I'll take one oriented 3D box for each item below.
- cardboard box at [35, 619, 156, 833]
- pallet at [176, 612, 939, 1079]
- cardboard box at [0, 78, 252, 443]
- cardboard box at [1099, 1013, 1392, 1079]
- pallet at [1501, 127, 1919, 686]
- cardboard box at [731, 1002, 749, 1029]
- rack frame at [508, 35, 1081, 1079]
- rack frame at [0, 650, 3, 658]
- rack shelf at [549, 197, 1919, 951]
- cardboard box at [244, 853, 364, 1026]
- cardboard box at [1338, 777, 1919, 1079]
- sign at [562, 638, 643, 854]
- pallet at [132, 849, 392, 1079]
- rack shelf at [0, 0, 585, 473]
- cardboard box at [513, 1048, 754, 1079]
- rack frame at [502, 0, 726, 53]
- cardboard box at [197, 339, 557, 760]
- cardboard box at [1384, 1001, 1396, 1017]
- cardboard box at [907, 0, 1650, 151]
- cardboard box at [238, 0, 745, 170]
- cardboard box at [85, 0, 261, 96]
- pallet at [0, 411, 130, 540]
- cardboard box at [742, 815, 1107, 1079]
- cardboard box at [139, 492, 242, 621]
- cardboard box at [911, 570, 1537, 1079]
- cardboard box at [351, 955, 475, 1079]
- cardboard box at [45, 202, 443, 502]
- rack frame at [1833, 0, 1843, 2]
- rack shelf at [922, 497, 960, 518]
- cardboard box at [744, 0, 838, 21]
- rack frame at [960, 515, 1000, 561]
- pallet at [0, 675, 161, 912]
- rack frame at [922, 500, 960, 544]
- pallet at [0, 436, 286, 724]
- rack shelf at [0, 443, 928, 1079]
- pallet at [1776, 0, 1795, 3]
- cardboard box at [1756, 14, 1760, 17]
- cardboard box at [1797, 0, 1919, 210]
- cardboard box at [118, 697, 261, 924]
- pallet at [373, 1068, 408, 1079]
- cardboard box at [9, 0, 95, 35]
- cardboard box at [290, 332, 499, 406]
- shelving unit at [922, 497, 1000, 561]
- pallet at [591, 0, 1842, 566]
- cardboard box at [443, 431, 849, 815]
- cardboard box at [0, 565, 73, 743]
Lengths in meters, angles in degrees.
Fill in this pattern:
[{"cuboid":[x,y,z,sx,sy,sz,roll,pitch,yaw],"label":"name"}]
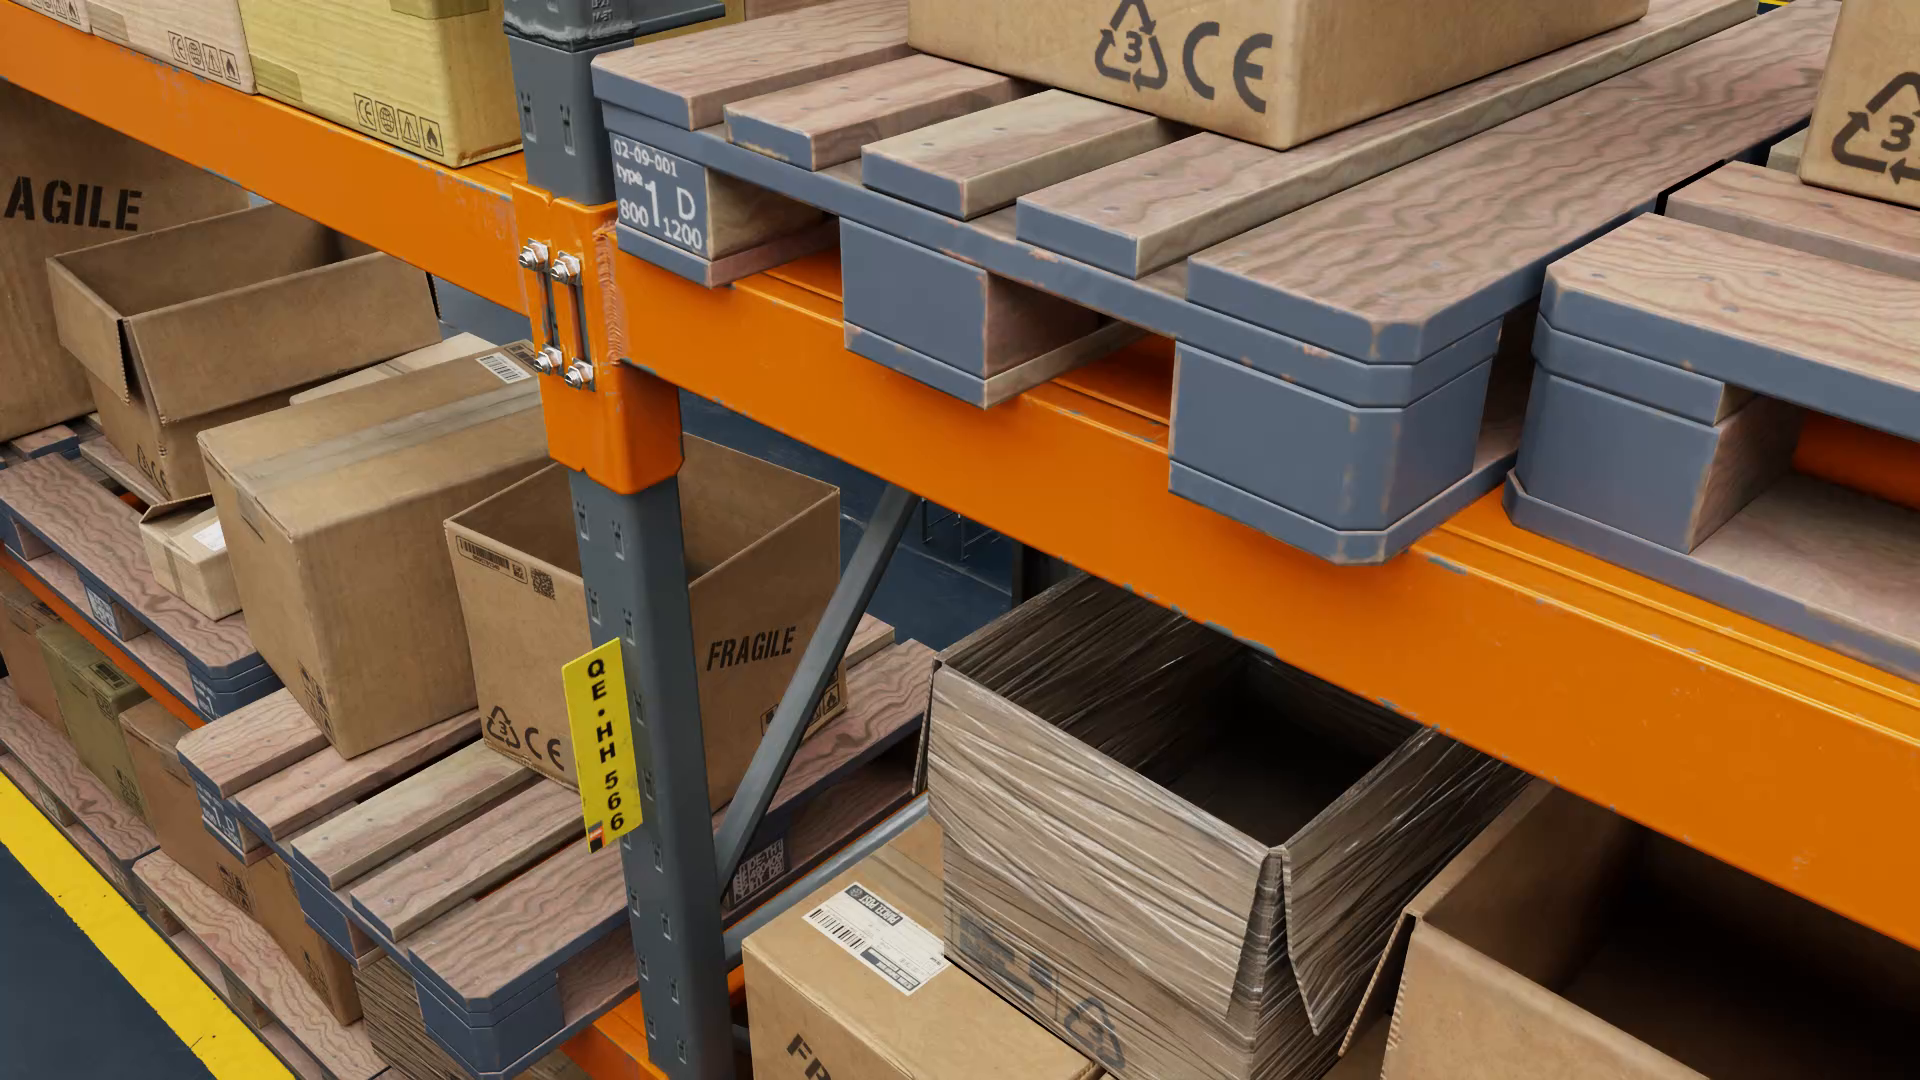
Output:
[{"cuboid":[-2.320,0.431,5.122,0.500,0.500,0.700,25,39,35],"label":"cardboard box"},{"cuboid":[-0.735,0.417,3.336,1.003,0.211,1.213,25,39,35],"label":"pallet"},{"cuboid":[-2.606,-0.952,4.435,1.000,1.000,1.000,25,39,35],"label":"cardboard box"},{"cuboid":[0.426,0.947,2.171,0.500,0.500,0.500,24,38,34],"label":"cardboard box"},{"cuboid":[1.208,-0.075,1.242,1.213,0.211,1.003,27,40,37],"label":"pallet"},{"cuboid":[-0.653,0.881,3.648,0.500,0.250,0.500,27,40,37],"label":"cardboard box"},{"cuboid":[-0.136,0.540,2.944,0.127,3.000,1.000,25,39,35],"label":"rack frame"},{"cuboid":[-3.101,-0.844,5.244,0.127,3.000,1.000,25,39,35],"label":"rack frame"},{"cuboid":[1.347,0.256,1.206,4.000,0.370,1.077,25,39,35],"label":"rack shelf"},{"cuboid":[-1.491,0.818,4.480,0.700,0.500,0.500,-26,39,-36],"label":"cardboard box"},{"cuboid":[0.877,0.554,1.853,0.637,0.503,0.797,26,40,36],"label":"cardboard box"},{"cuboid":[-0.493,0.289,2.316,0.005,0.325,0.100,25,39,35],"label":"sign"},{"cuboid":[-1.614,1.042,4.815,1.213,0.211,1.003,25,39,35],"label":"pallet"},{"cuboid":[-1.618,-1.129,3.506,4.000,0.370,1.077,25,39,35],"label":"rack shelf"},{"cuboid":[-0.646,1.198,3.848,0.500,0.500,0.700,23,38,33],"label":"cardboard box"},{"cuboid":[-0.136,-2.030,1.397,0.127,3.000,1.000,25,39,35],"label":"rack frame"},{"cuboid":[-1.044,-0.009,3.353,0.700,0.500,0.500,-23,38,-33],"label":"cardboard box"},{"cuboid":[0.762,0.748,2.502,0.500,0.500,0.500,25,39,35],"label":"cardboard box"},{"cuboid":[0.365,-0.785,1.731,0.797,0.503,0.637,-27,40,-37],"label":"cardboard box"},{"cuboid":[-0.653,-0.751,2.327,0.500,0.250,0.500,25,39,35],"label":"cardboard box"},{"cuboid":[-1.030,-0.918,2.603,0.500,0.250,0.500,25,39,35],"label":"cardboard box"},{"cuboid":[-2.632,-0.442,4.761,1.213,0.211,1.003,25,39,35],"label":"pallet"},{"cuboid":[0.042,0.770,2.466,0.500,0.500,0.500,26,40,36],"label":"cardboard box"},{"cuboid":[-1.553,-0.056,3.658,0.258,0.266,0.396,24,38,34],"label":"cardboard box"},{"cuboid":[0.396,0.327,2.229,0.637,0.503,0.797,27,40,37],"label":"cardboard box"},{"cuboid":[-1.066,1.011,4.159,0.500,0.500,0.700,21,37,31],"label":"cardboard box"},{"cuboid":[-1.754,-0.504,4.171,0.797,0.503,0.637,-25,39,-35],"label":"cardboard box"},{"cuboid":[3.188,-1.354,6.090,0.127,3.000,1.000,25,39,35],"label":"rack frame"},{"cuboid":[0.006,-0.200,6.623,0.200,0.077,0.258,25,39,35],"label":"rack shelf"},{"cuboid":[-0.313,-0.941,2.641,0.500,0.250,0.500,26,40,36],"label":"cardboard box"},{"cuboid":[0.081,-0.348,6.455,0.006,0.900,0.240,25,39,35],"label":"rack frame"},{"cuboid":[-2.523,0.619,5.516,1.213,0.211,1.003,25,39,35],"label":"pallet"},{"cuboid":[-0.069,-0.418,6.572,0.006,0.900,0.240,25,39,35],"label":"rack frame"},{"cuboid":[-1.631,-0.047,4.106,1.213,0.211,1.003,25,39,35],"label":"pallet"},{"cuboid":[-1.618,0.156,4.279,4.000,0.370,1.077,25,39,35],"label":"rack shelf"},{"cuboid":[7.448,-5.063,14.955,1.213,0.211,1.003,25,39,35],"label":"pallet"},{"cuboid":[5.170,-3.316,11.065,0.500,0.311,0.500,24,39,35],"label":"cardboard box"},{"cuboid":[1.064,-0.519,1.291,0.500,0.500,0.500,-27,40,-37],"label":"cardboard box"},{"cuboid":[-1.904,0.625,4.801,0.500,0.500,0.700,21,37,31],"label":"cardboard box"},{"cuboid":[-0.714,1.464,4.114,1.213,0.211,1.003,25,39,35],"label":"pallet"},{"cuboid":[-1.400,-1.093,2.894,0.500,0.250,0.500,26,40,36],"label":"cardboard box"},{"cuboid":[-1.224,-0.243,3.984,0.500,0.250,0.500,24,38,34],"label":"cardboard box"},{"cuboid":[0.006,-0.383,6.513,0.210,0.900,0.258,25,39,35],"label":"shelving unit"},{"cuboid":[0.377,-0.461,1.883,1.003,0.211,1.213,27,40,37],"label":"pallet"},{"cuboid":[-0.563,0.146,3.095,0.500,0.500,0.500,20,36,29],"label":"cardboard box"},{"cuboid":[-2.661,0.259,5.408,0.500,0.500,0.700,22,37,32],"label":"cardboard box"}]
